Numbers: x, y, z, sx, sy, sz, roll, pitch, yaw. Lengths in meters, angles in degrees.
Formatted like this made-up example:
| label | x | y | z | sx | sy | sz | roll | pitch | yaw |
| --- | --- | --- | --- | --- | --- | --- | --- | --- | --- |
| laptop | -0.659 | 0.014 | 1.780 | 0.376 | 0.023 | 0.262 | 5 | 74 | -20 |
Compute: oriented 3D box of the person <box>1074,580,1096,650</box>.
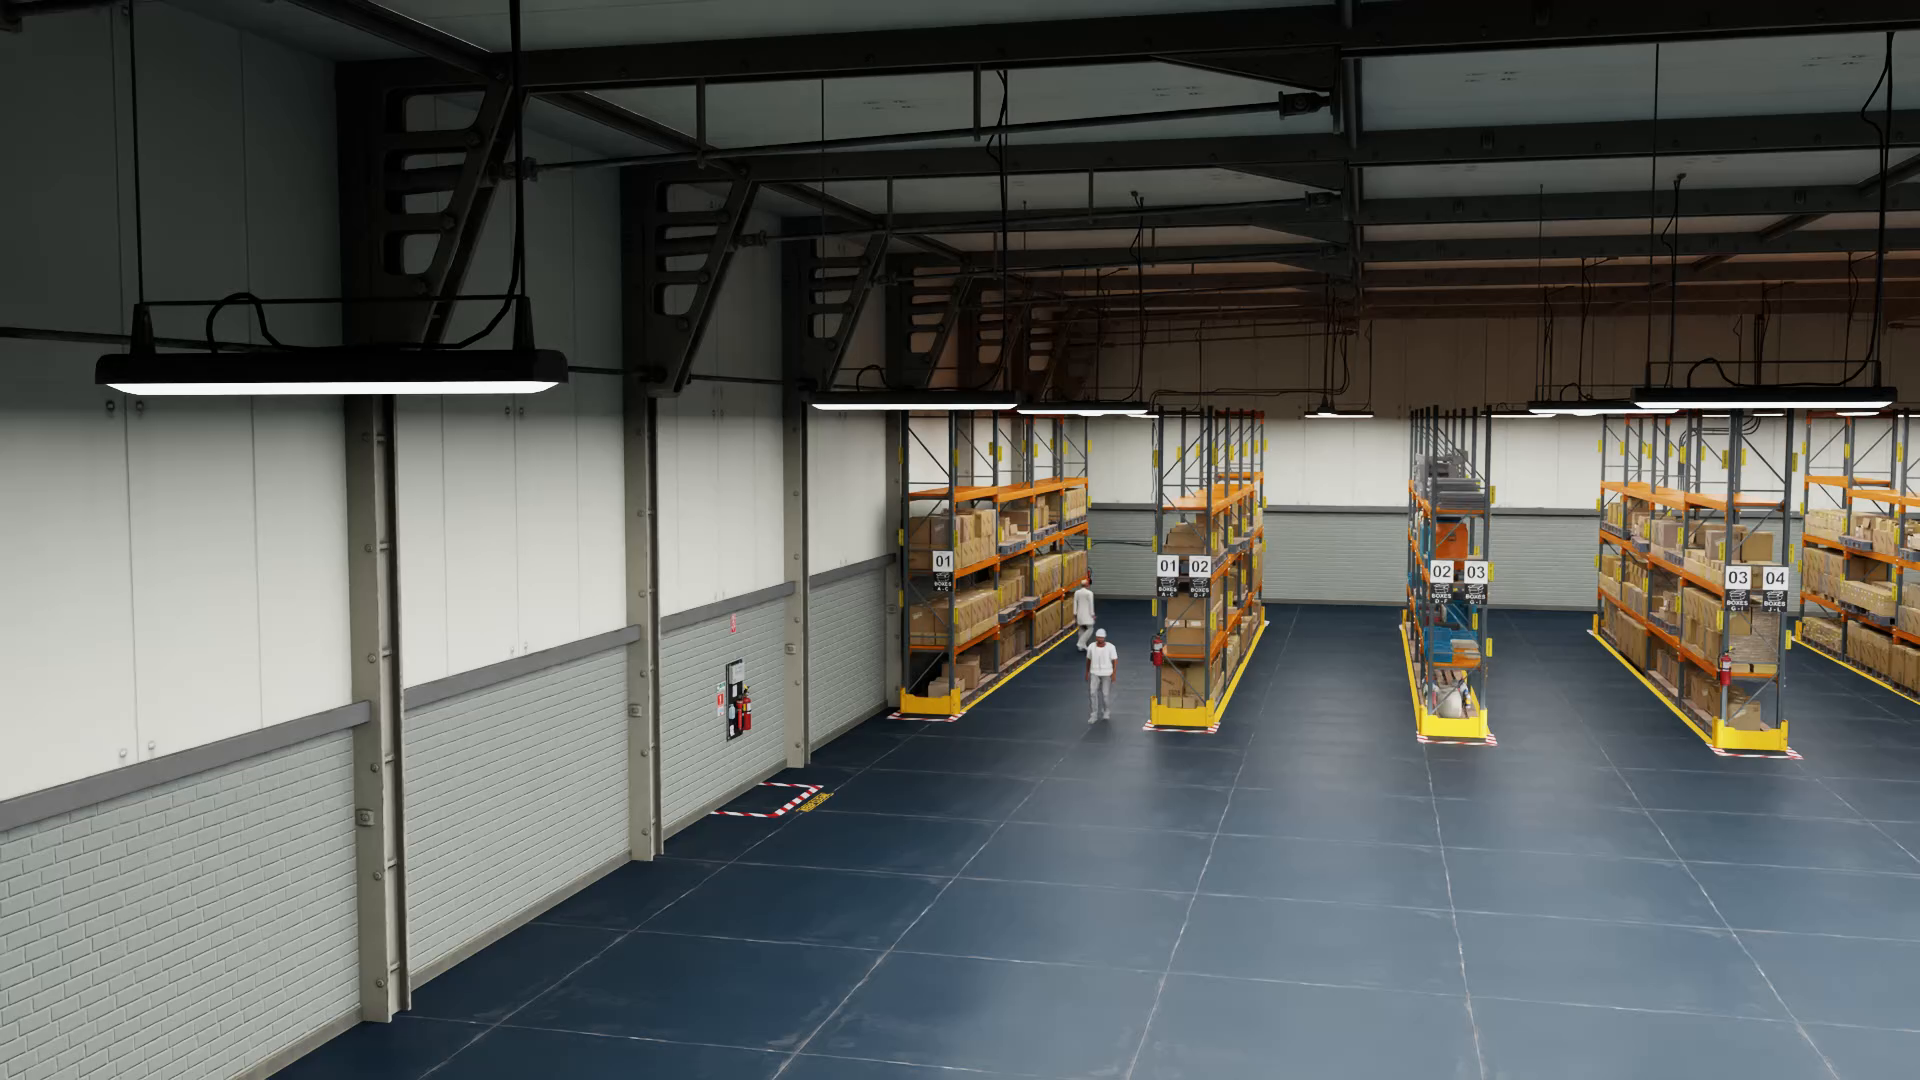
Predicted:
| label | x | y | z | sx | sy | sz | roll | pitch | yaw |
| --- | --- | --- | --- | --- | --- | --- | --- | --- | --- |
| person | 3.068 | 1.871 | 41.328 | 0.610 | 1.776 | 0.573 | 4 | 6 | 45 |

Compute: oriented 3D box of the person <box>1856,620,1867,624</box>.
| label | x | y | z | sx | sy | sz | roll | pitch | yaw |
| --- | --- | --- | --- | --- | --- | --- | --- | --- | --- |
| person | 25.732 | 1.498 | 46.776 | 1.137 | 1.730 | 0.586 | 0 | 4 | -3 |

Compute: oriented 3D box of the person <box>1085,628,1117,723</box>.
| label | x | y | z | sx | sy | sz | roll | pitch | yaw |
| --- | --- | --- | --- | --- | --- | --- | --- | --- | --- |
| person | 2.676 | 2.569 | 31.640 | 0.632 | 1.774 | 0.672 | 1 | 4 | 14 |
